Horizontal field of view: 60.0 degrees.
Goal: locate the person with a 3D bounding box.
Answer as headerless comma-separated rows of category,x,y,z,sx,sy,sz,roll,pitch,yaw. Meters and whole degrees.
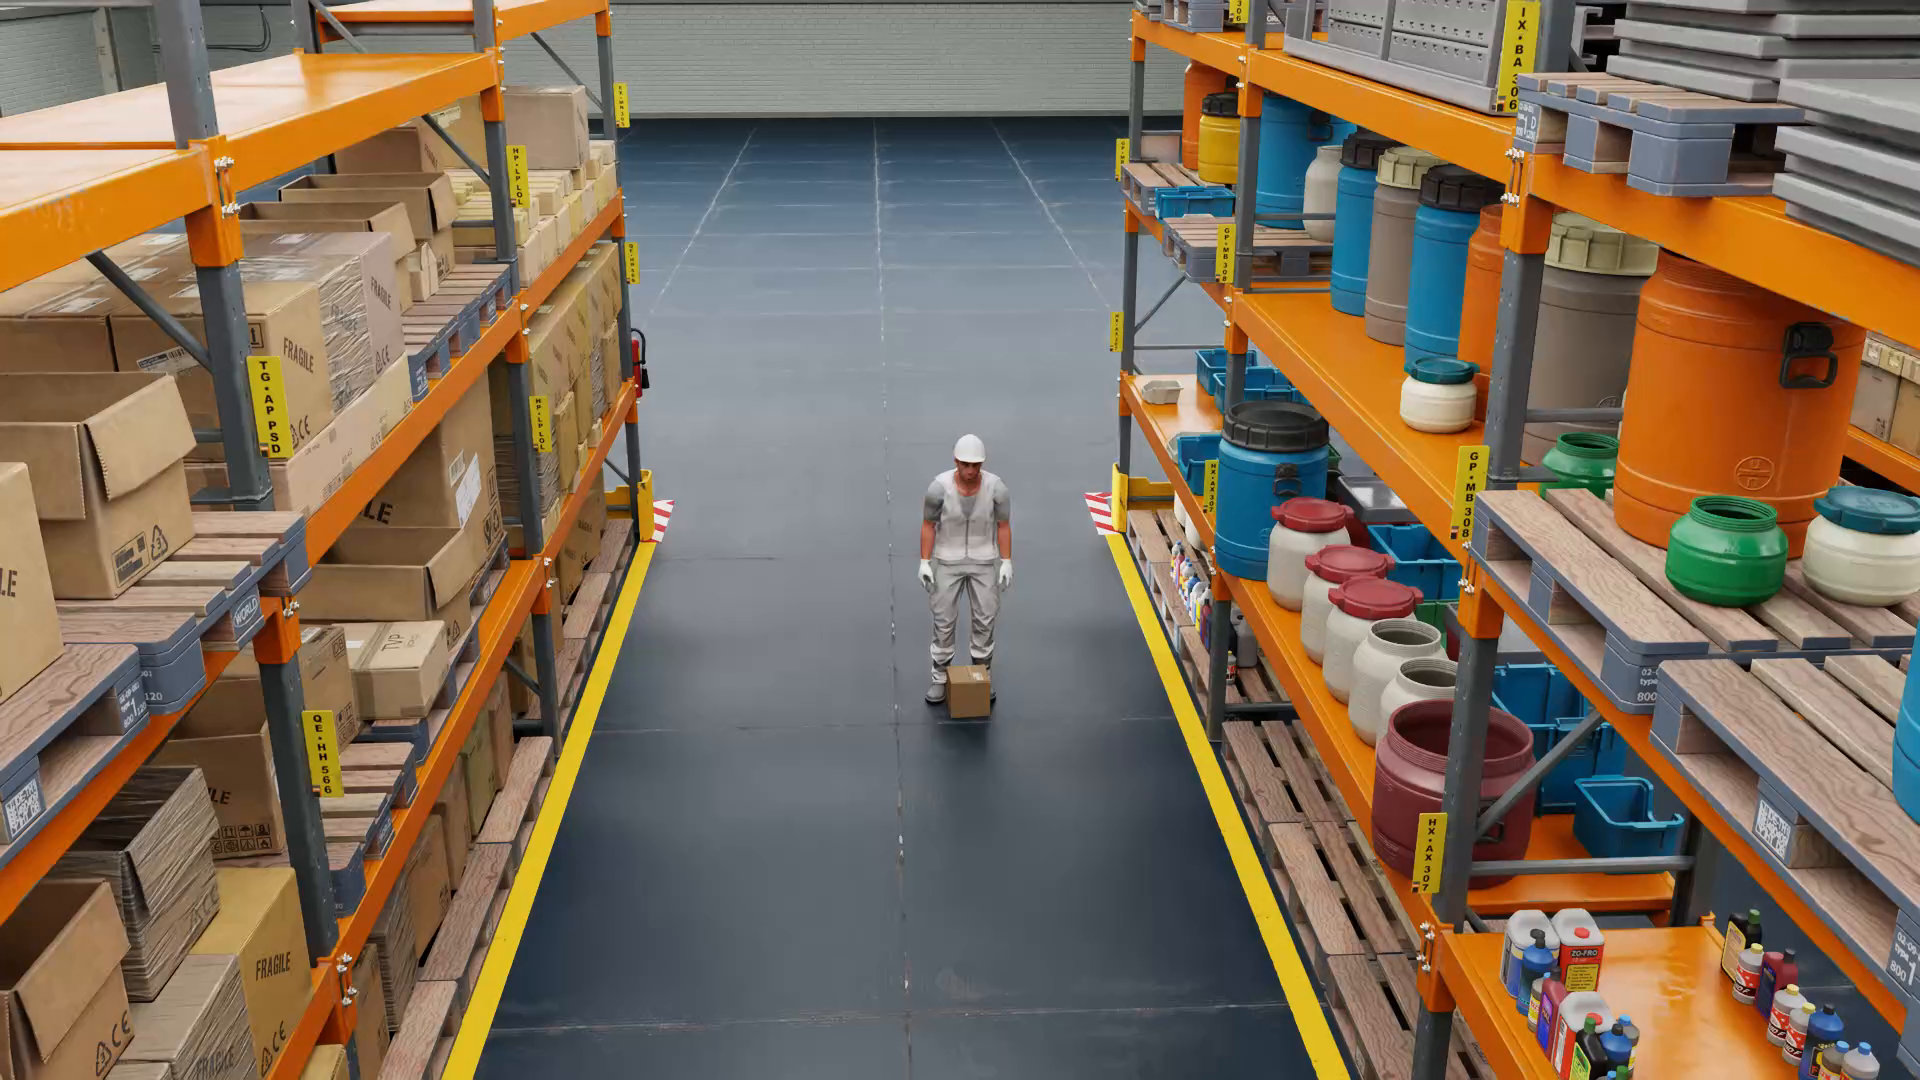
person,0.037,0.172,10.587,0.609,1.780,0.448,-1,20,-3
